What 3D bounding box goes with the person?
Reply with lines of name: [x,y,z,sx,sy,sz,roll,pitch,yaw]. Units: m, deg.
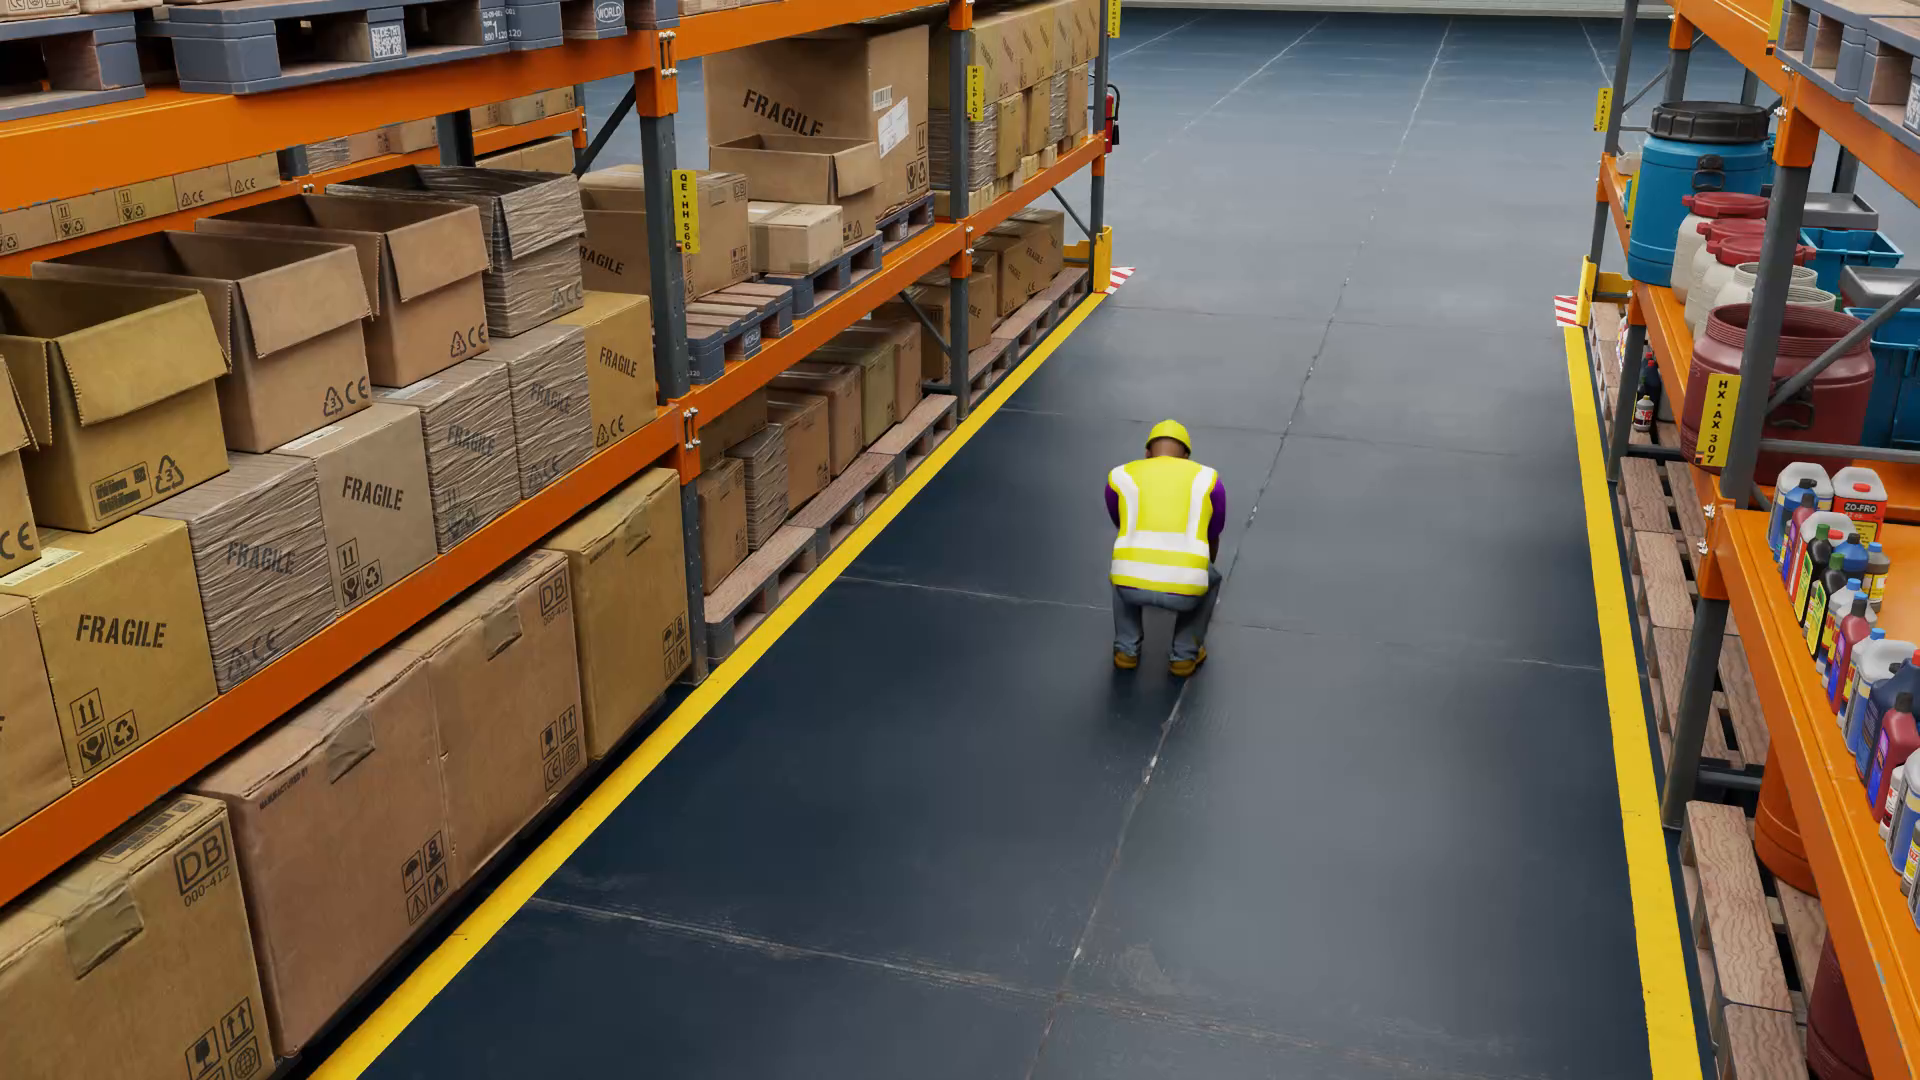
person: [0.905,0.028,7.514,0.546,1.012,0.899,6,23,14]
